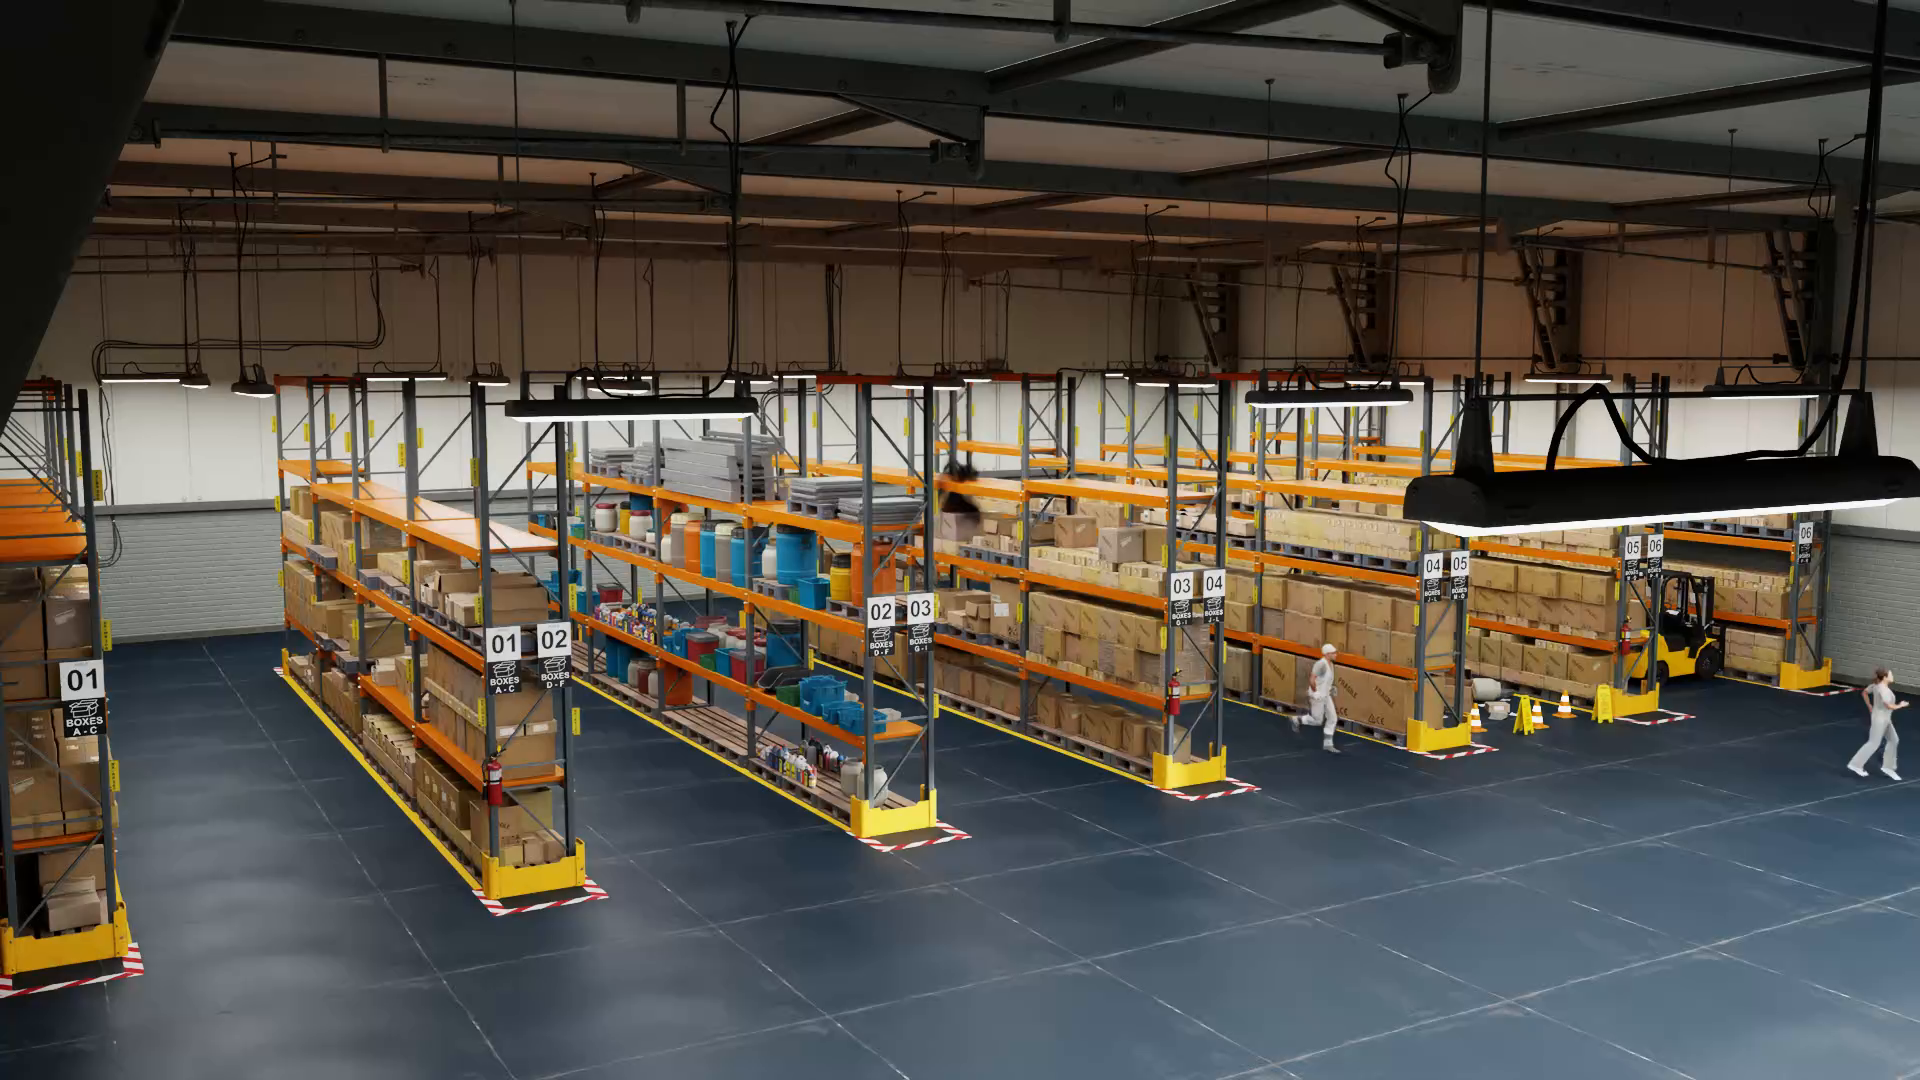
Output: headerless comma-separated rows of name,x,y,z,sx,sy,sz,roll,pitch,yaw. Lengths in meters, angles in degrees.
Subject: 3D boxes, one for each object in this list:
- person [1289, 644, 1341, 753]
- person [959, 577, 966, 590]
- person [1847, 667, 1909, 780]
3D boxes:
person,5.784,2.538,26.945,0.895,1.759,0.658,5,8,37
person,0.204,0.920,42.024,0.754,1.685,0.646,1,6,9
person,13.818,2.761,25.019,0.775,1.731,0.580,2,7,22
